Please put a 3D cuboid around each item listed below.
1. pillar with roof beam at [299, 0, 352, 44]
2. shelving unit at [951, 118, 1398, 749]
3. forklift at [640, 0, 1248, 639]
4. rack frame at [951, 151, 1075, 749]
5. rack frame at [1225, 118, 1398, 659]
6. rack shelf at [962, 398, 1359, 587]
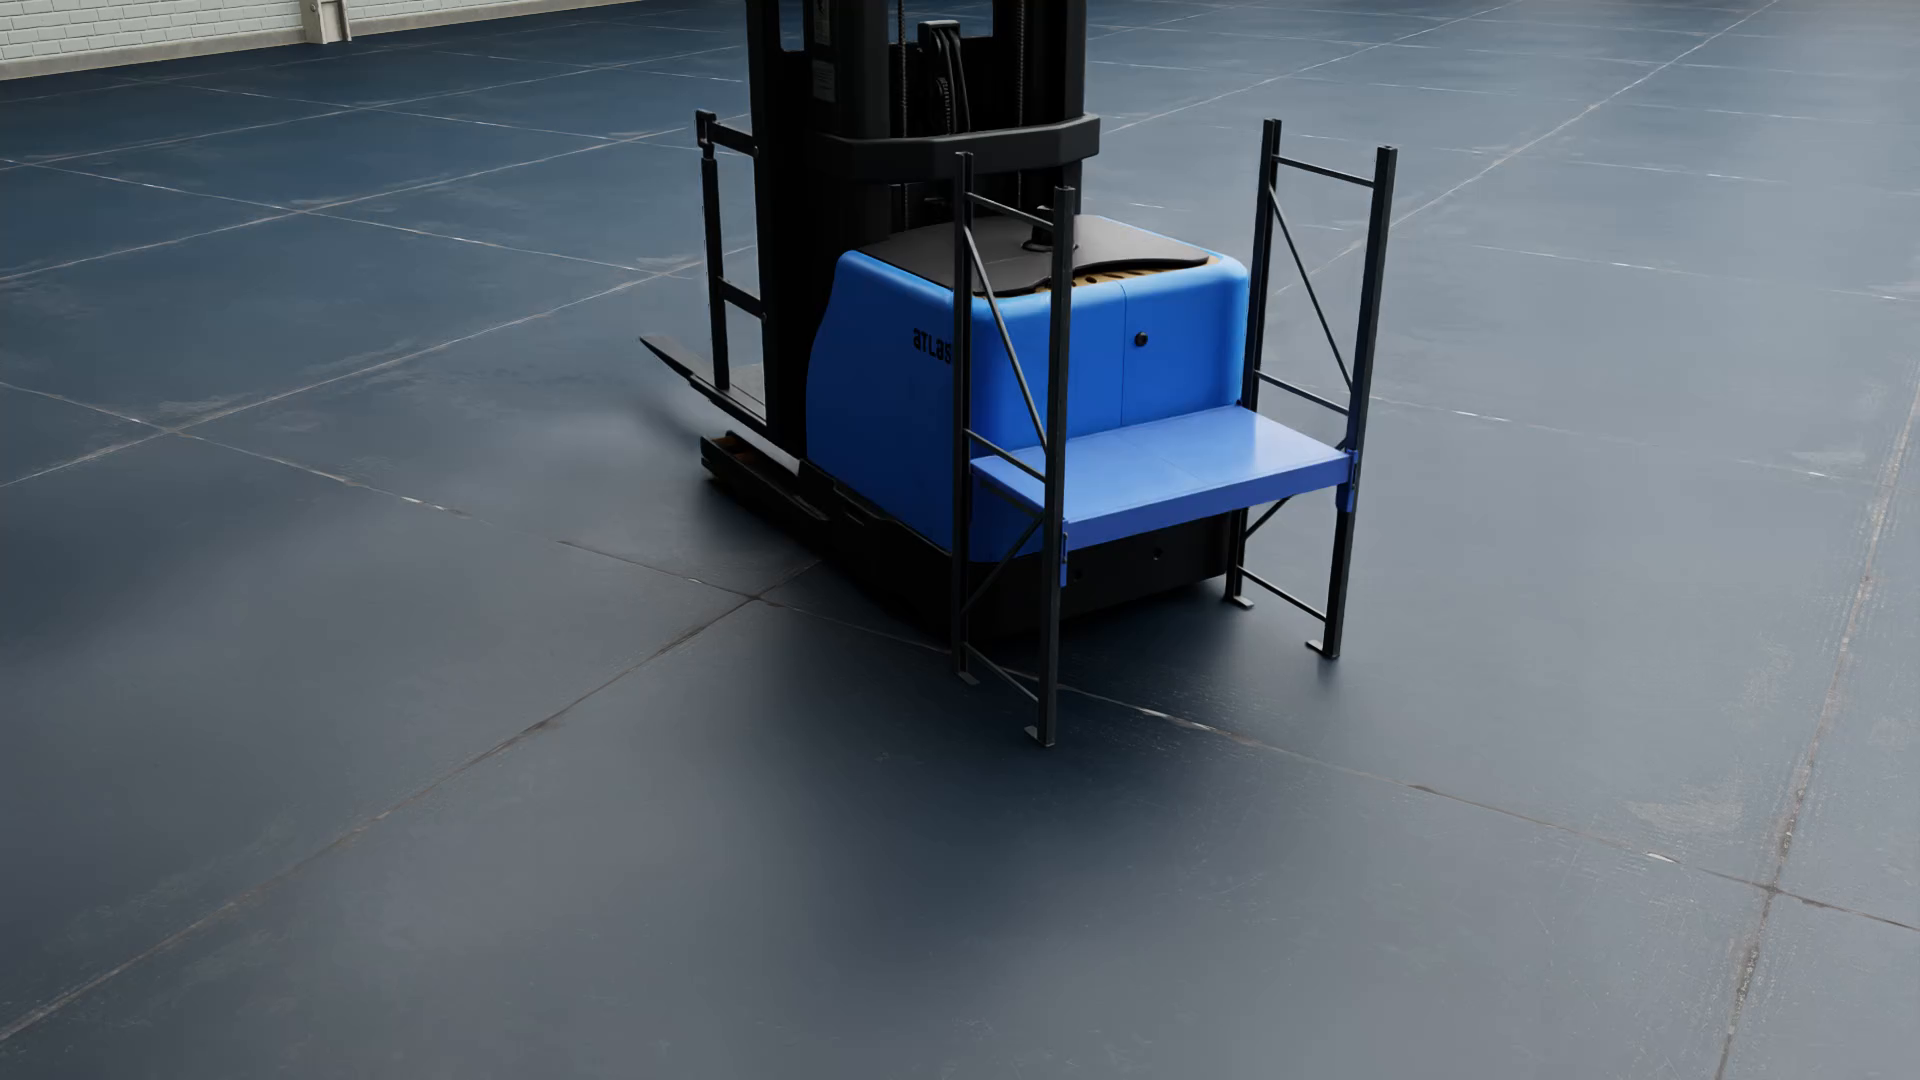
[{"bbox_3d":[-3.453,-8.843,14.850,9.100,9.000,0.400,14,27,29],"label":"pillar with roof beam"},{"bbox_3d":[0.558,-0.319,4.589,1.048,1.500,0.538,-13,28,-28],"label":"shelving unit"},{"bbox_3d":[-0.317,-1.591,5.736,1.130,2.935,3.031,-14,27,-29],"label":"forklift"},{"bbox_3d":[0.121,-0.216,4.350,0.032,1.500,0.500,-13,28,-28],"label":"rack frame"},{"bbox_3d":[0.994,-0.423,4.828,0.032,1.500,0.500,-13,28,-28],"label":"rack frame"},{"bbox_3d":[0.556,-0.155,4.663,1.000,0.185,0.538,-13,28,-28],"label":"rack shelf"}]
